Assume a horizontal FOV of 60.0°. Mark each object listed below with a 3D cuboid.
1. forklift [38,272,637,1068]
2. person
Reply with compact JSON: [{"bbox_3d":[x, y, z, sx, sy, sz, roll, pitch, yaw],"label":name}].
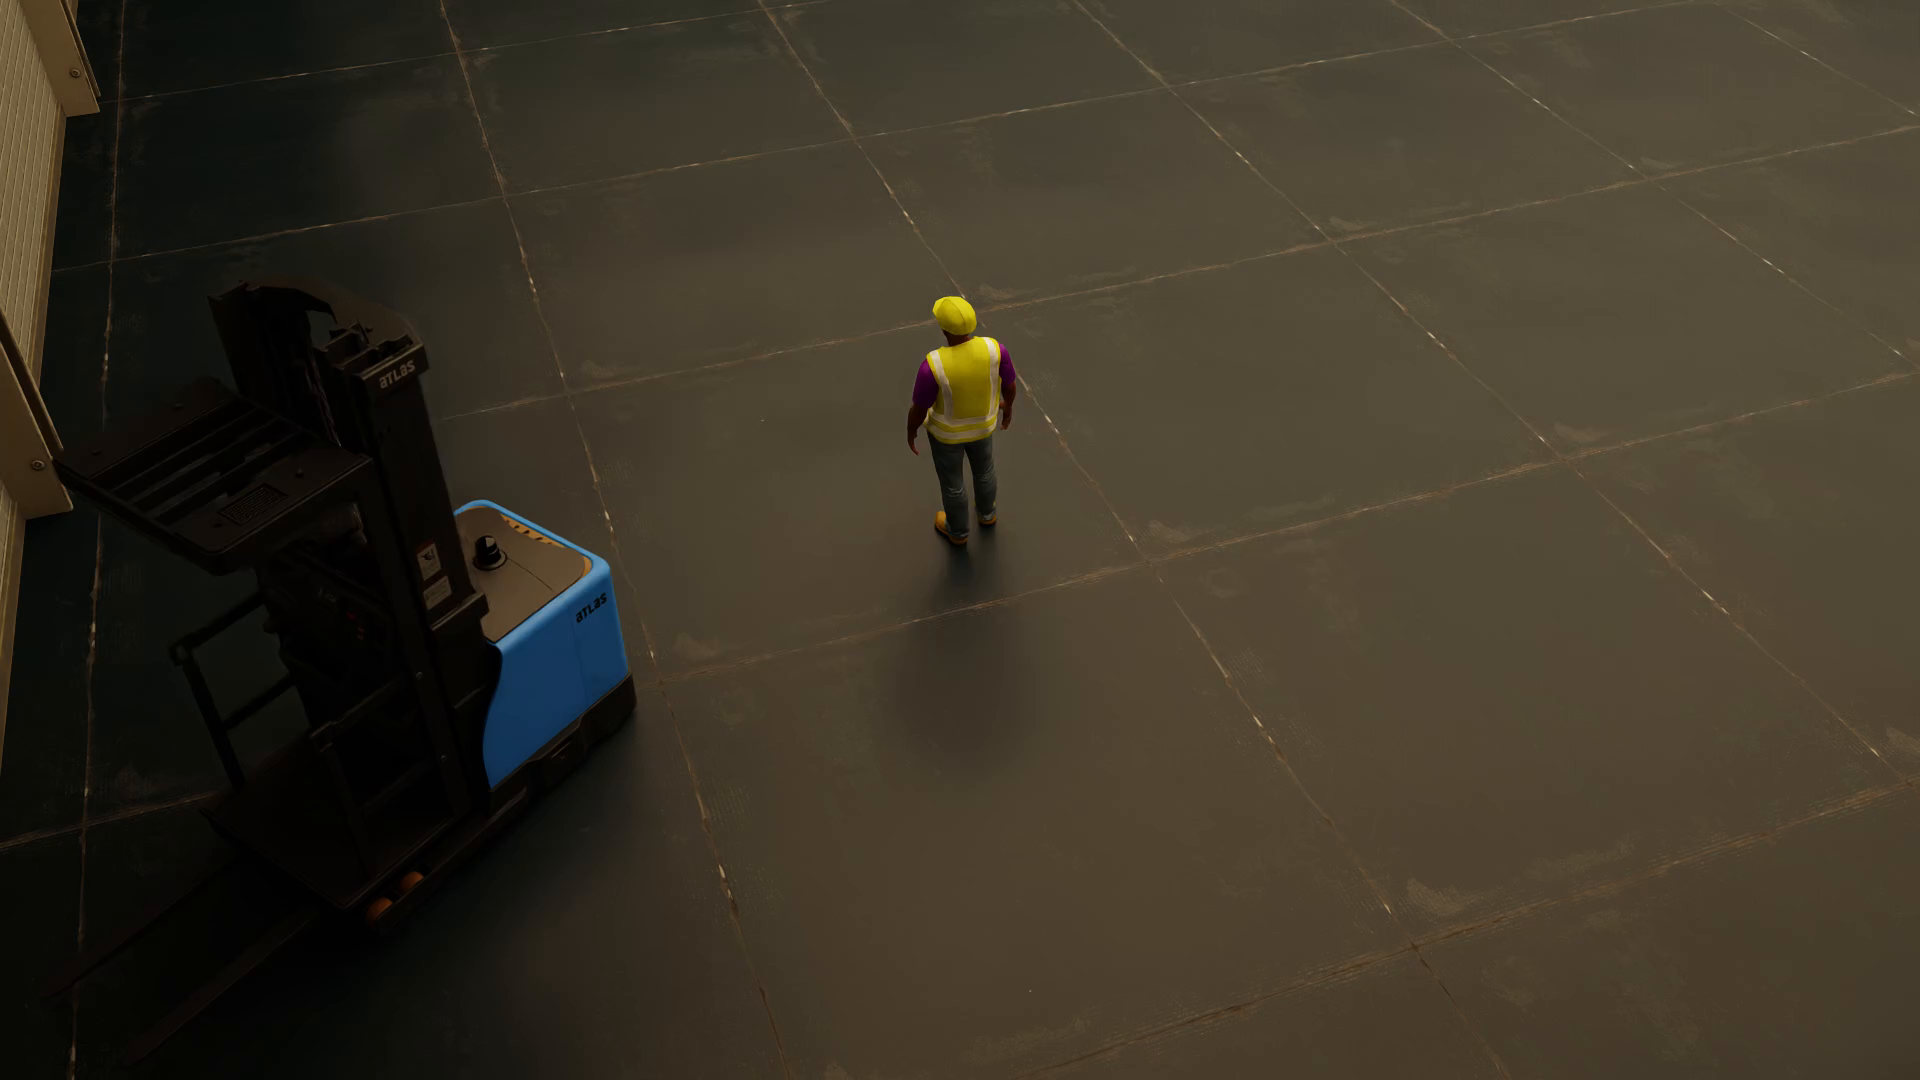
[{"bbox_3d":[-3.023,0.414,7.503,1.130,2.935,3.031,24,46,26],"label":"forklift"},{"bbox_3d":[-0.018,-0.726,9.755,0.665,1.765,0.576,-13,42,-15],"label":"person"}]
